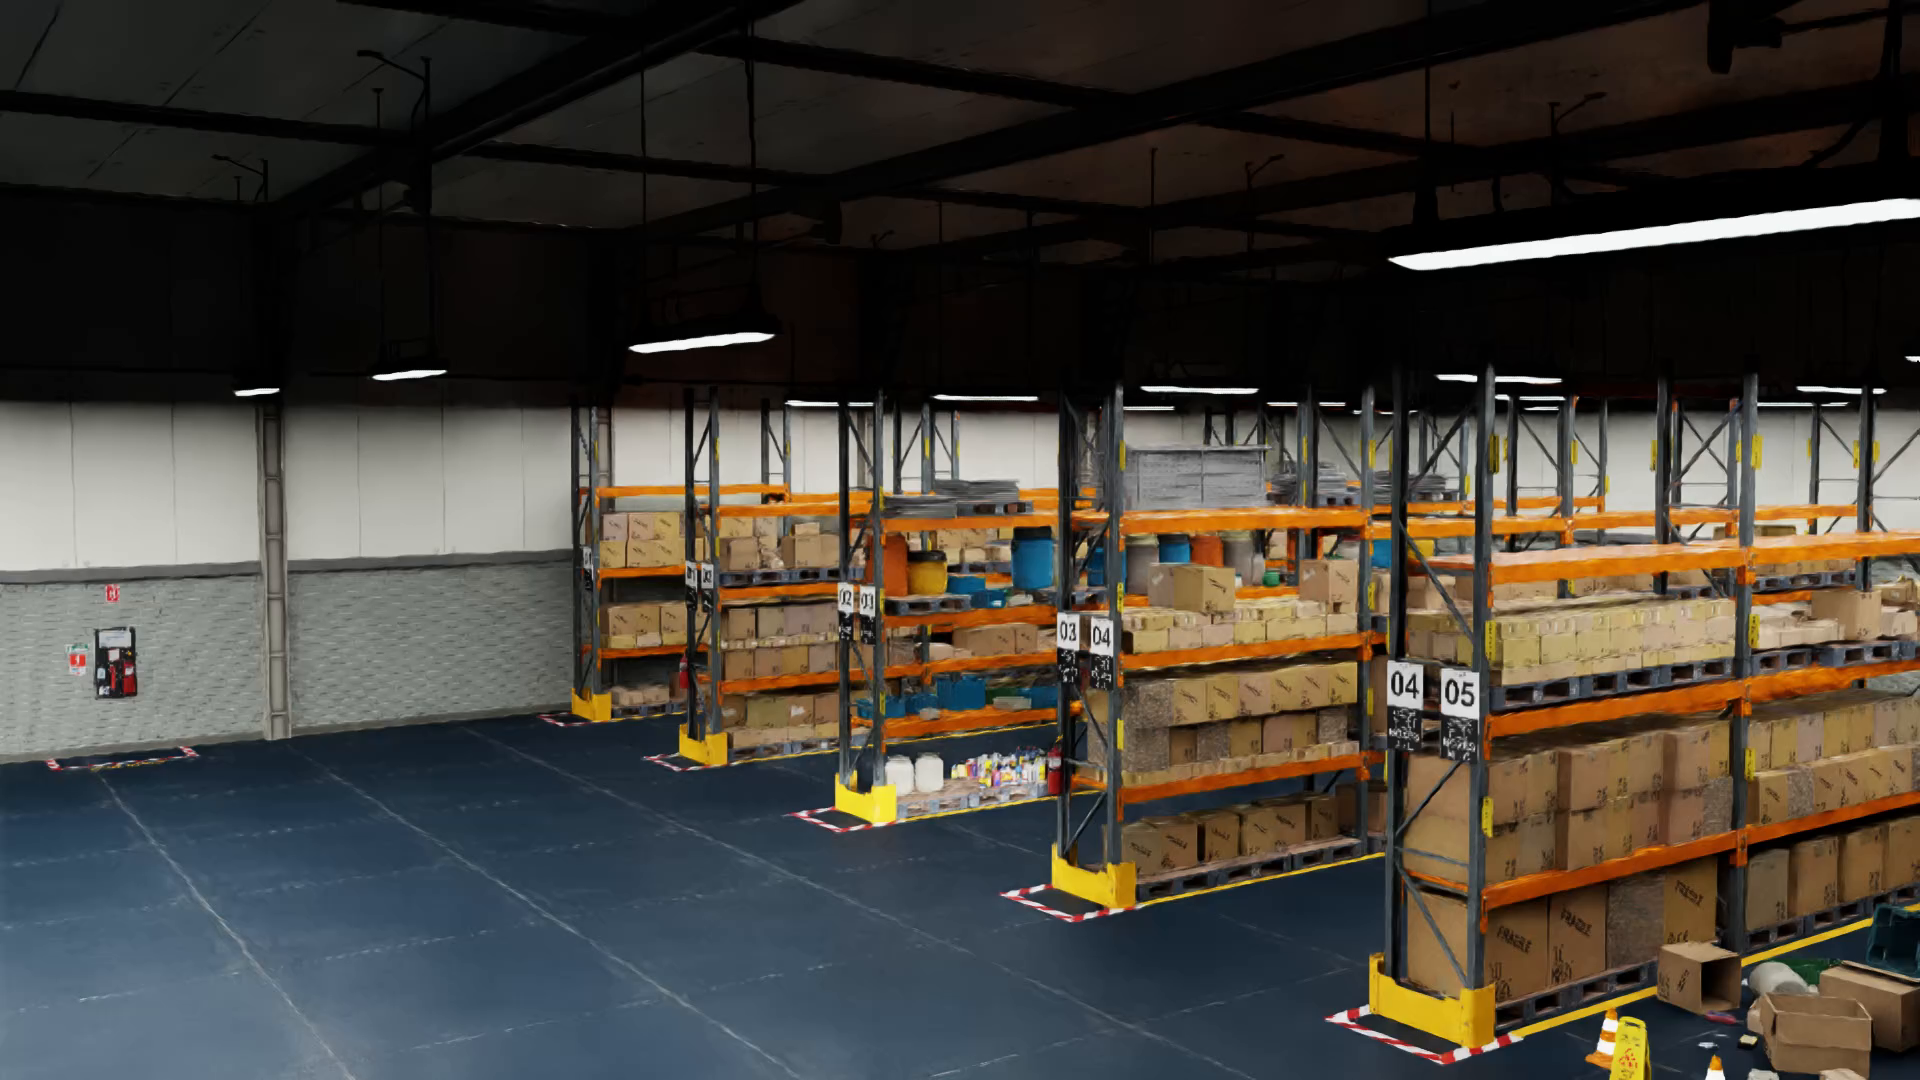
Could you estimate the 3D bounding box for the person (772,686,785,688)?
[{"bbox_3d":[-3.403,2.449,30.827,0.552,1.741,0.677,-2,4,-35],"label":"person"}]
